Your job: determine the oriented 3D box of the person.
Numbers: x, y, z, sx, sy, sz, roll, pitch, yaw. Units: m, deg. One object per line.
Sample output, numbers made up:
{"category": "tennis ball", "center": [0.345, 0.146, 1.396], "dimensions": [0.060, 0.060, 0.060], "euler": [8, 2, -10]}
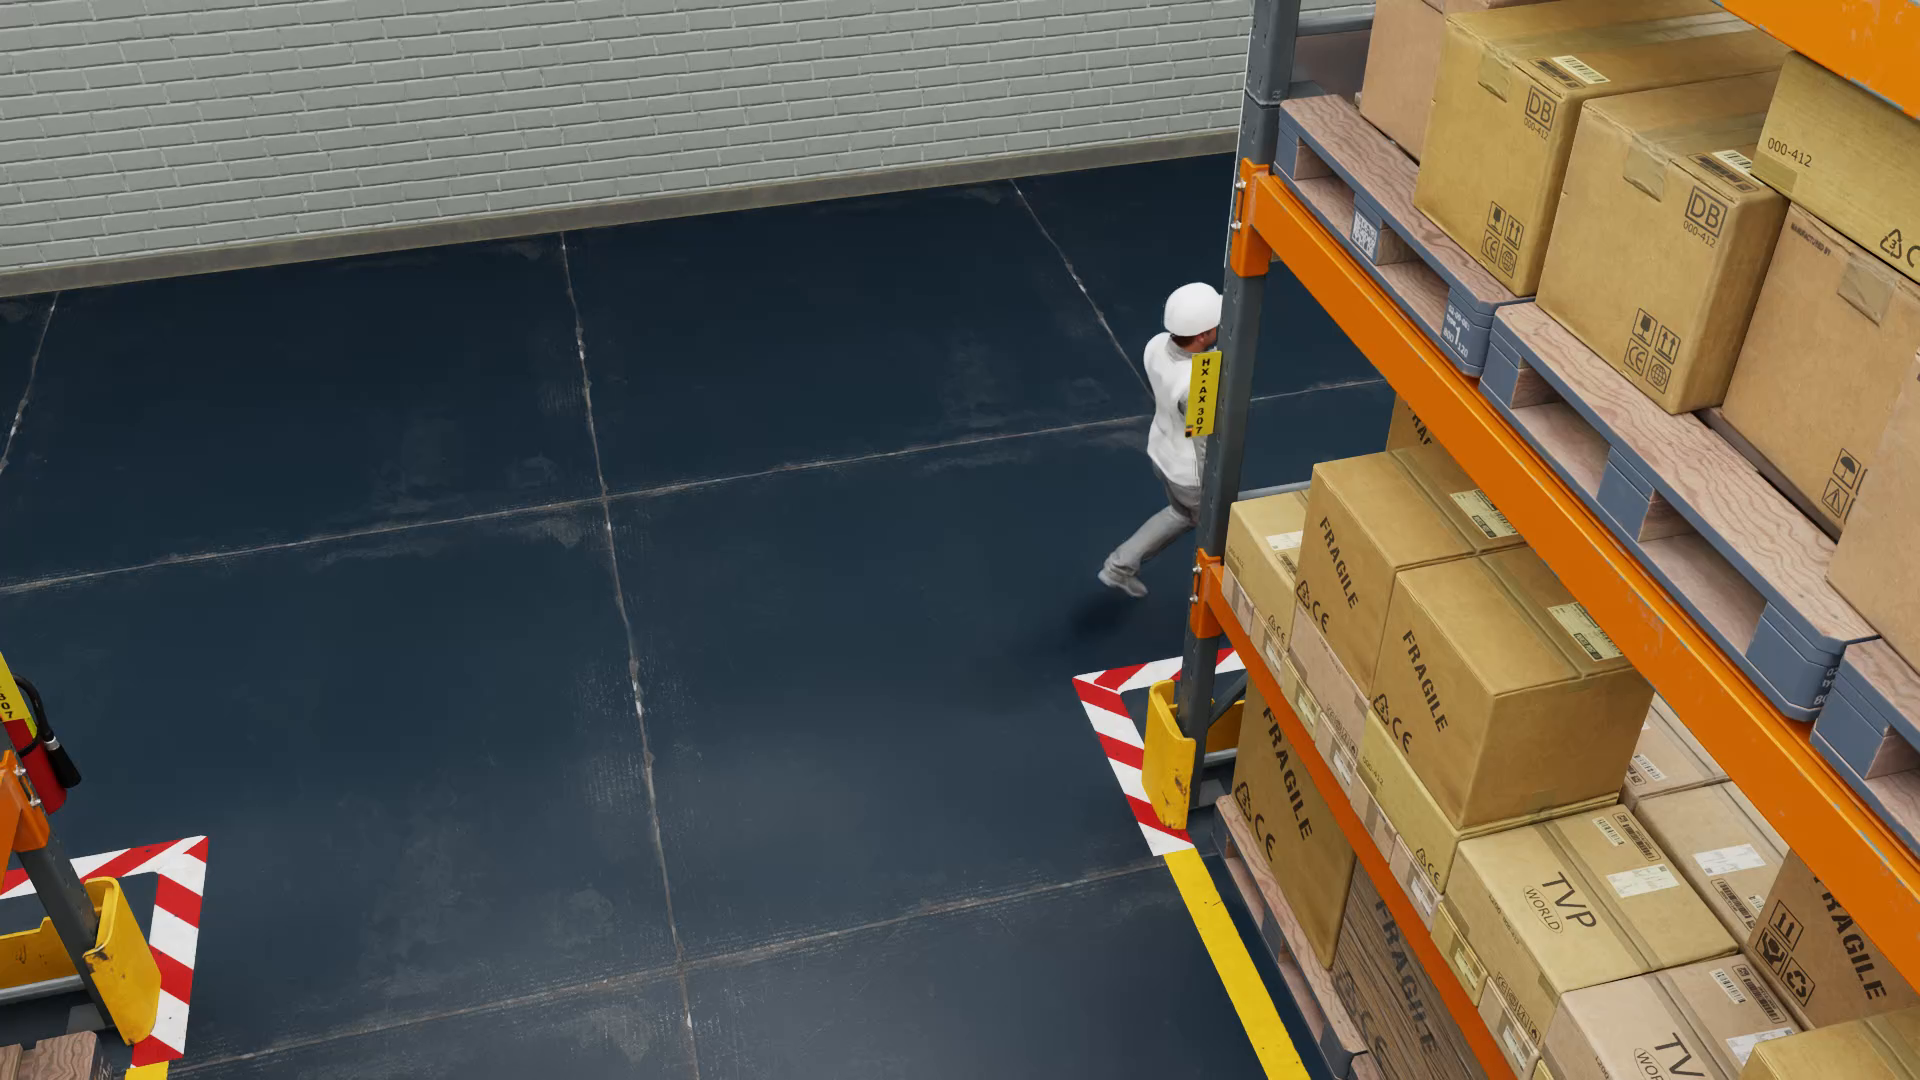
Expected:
{"category": "person", "center": [1.026, -0.345, 7.131], "dimensions": [0.758, 1.755, 0.546], "euler": [-12, 40, -15]}
